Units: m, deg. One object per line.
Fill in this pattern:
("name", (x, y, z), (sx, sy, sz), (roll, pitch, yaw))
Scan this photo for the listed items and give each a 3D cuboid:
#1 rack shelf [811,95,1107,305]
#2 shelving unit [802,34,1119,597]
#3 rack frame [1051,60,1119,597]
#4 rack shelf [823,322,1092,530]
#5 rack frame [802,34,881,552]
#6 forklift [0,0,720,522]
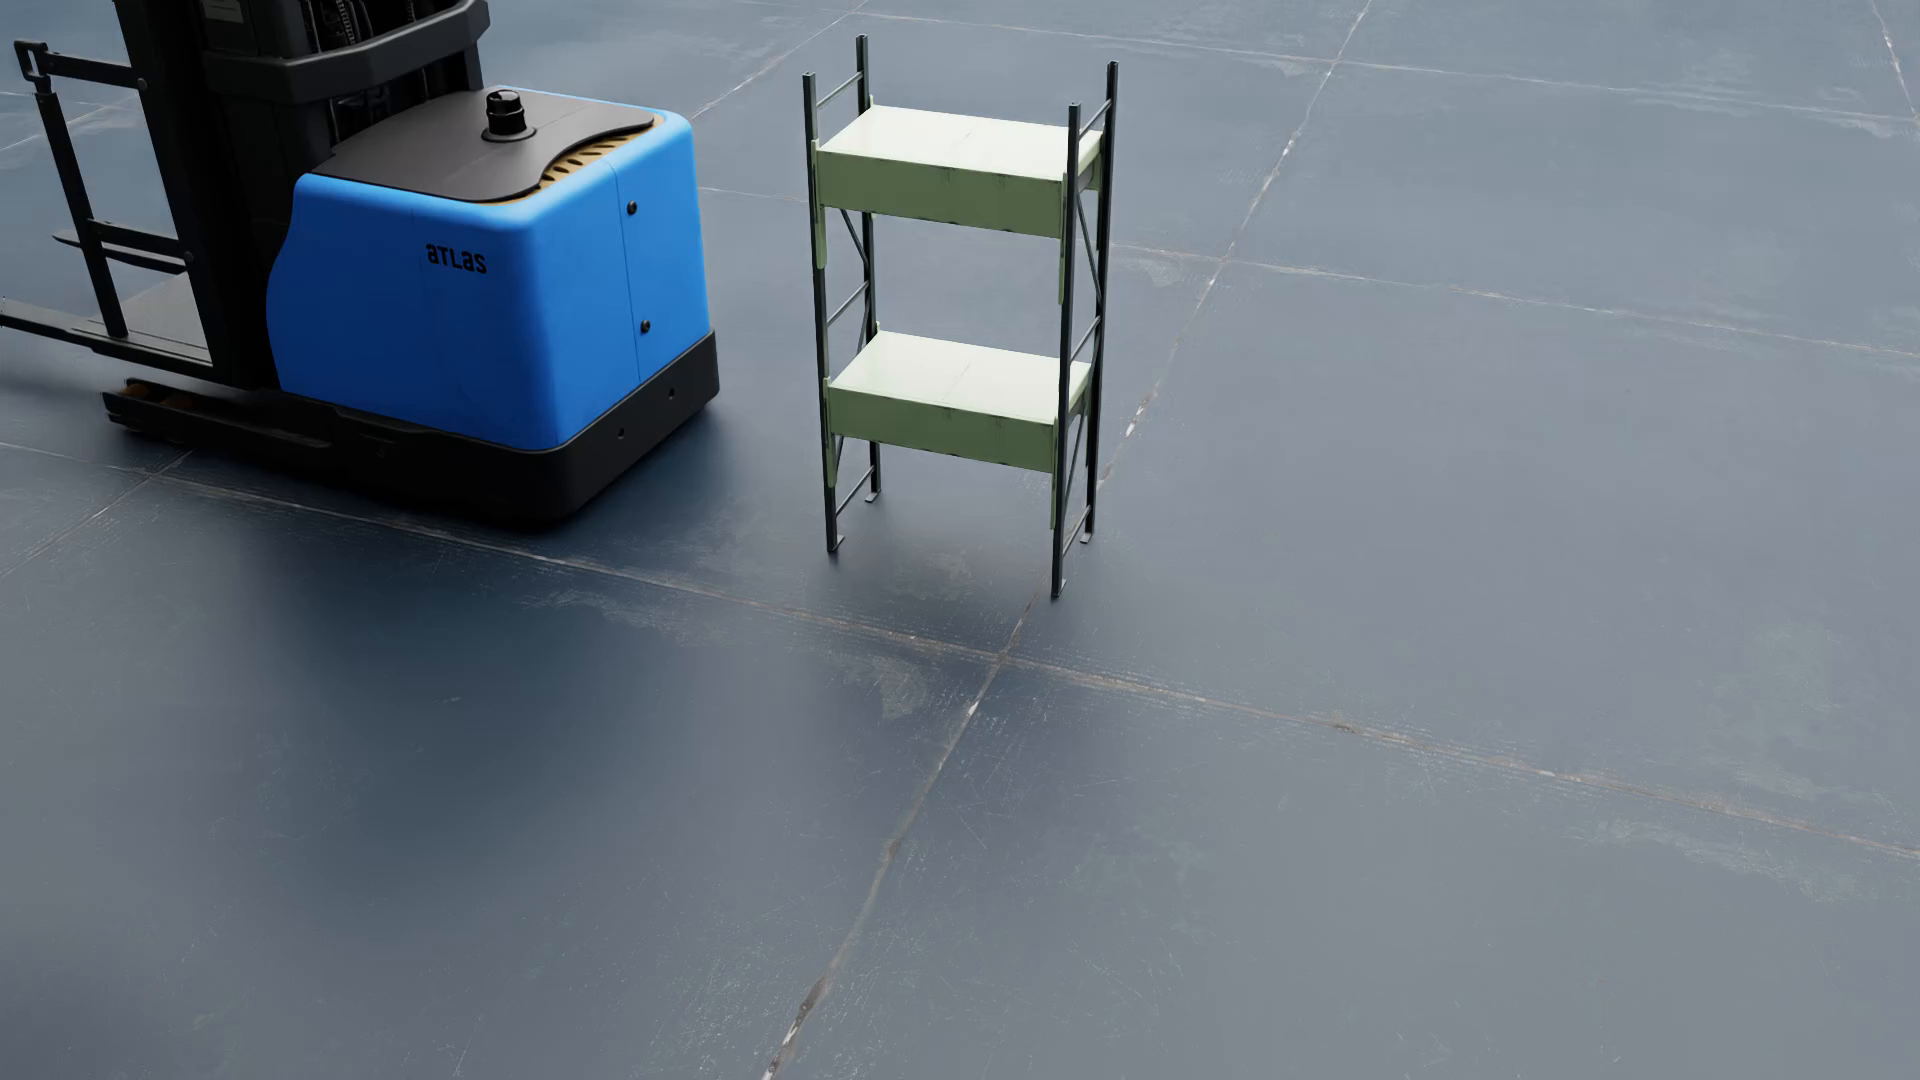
("rack shelf", (0.006, -0.957, 4.630), (0.720, 0.370, 0.431), (11, 34, 16))
("shelving unit", (0.006, -0.629, 4.841), (0.755, 1.500, 0.431), (11, 34, 16))
("rack frame", (0.351, -0.562, 4.738), (0.023, 1.500, 0.400), (11, 34, 16))
("rack shelf", (0.006, -0.355, 5.018), (0.720, 0.370, 0.431), (11, 34, 16))
("rack frame", (-0.338, -0.696, 4.945), (0.023, 1.500, 0.400), (11, 34, 16))
("forklift", (-2.422, -1.811, 5.353), (3.031, 2.935, 1.130), (14, 35, 20))
